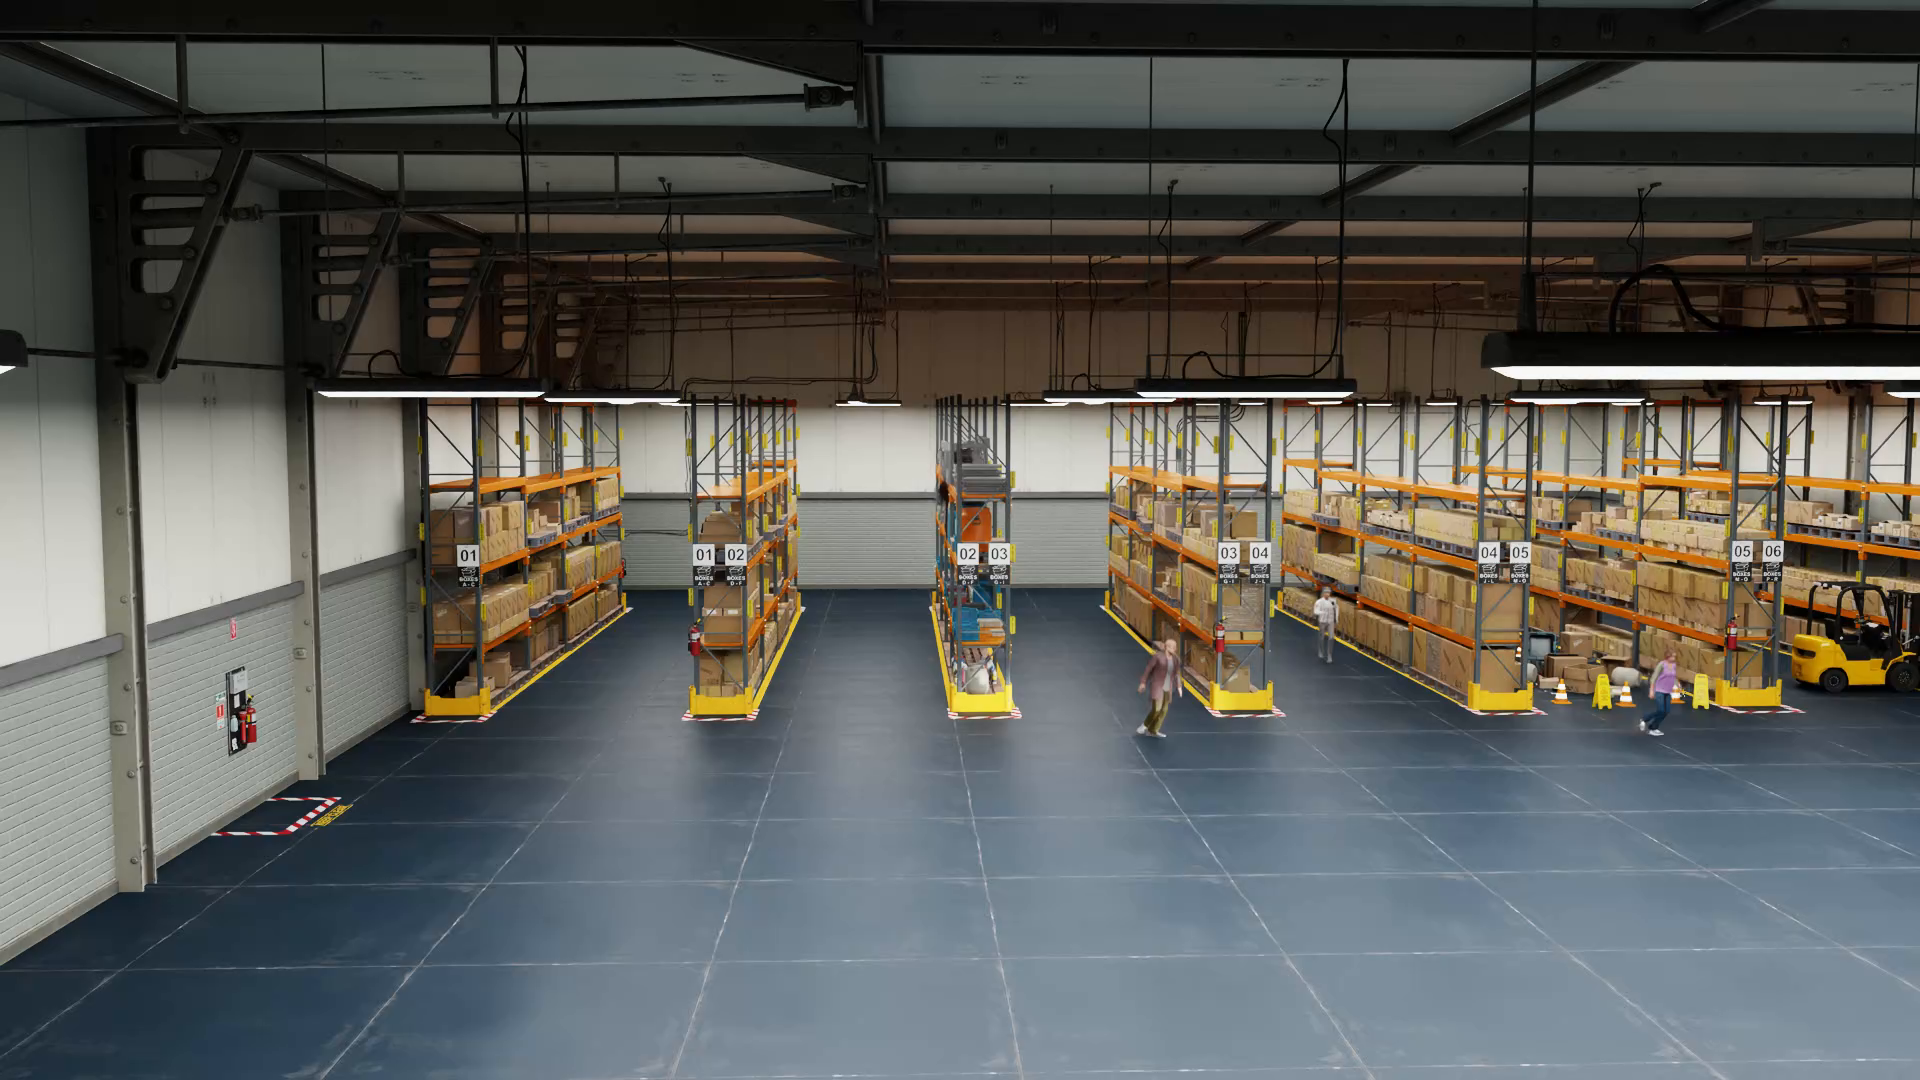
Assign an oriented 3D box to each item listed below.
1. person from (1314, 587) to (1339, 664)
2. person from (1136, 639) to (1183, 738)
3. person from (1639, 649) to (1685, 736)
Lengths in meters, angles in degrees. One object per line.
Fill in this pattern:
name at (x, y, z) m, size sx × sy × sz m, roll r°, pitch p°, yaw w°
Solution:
person at (8.314, 1.910, 37.733) m, size 0.598 × 1.745 × 0.829 m, roll 0°, pitch 5°, yaw 4°
person at (3.472, 2.581, 28.948) m, size 0.741 × 1.745 × 0.559 m, roll -3°, pitch 5°, yaw -32°
person at (12.258, 2.654, 29.075) m, size 0.609 × 1.545 × 0.553 m, roll -2°, pitch 5°, yaw -25°
